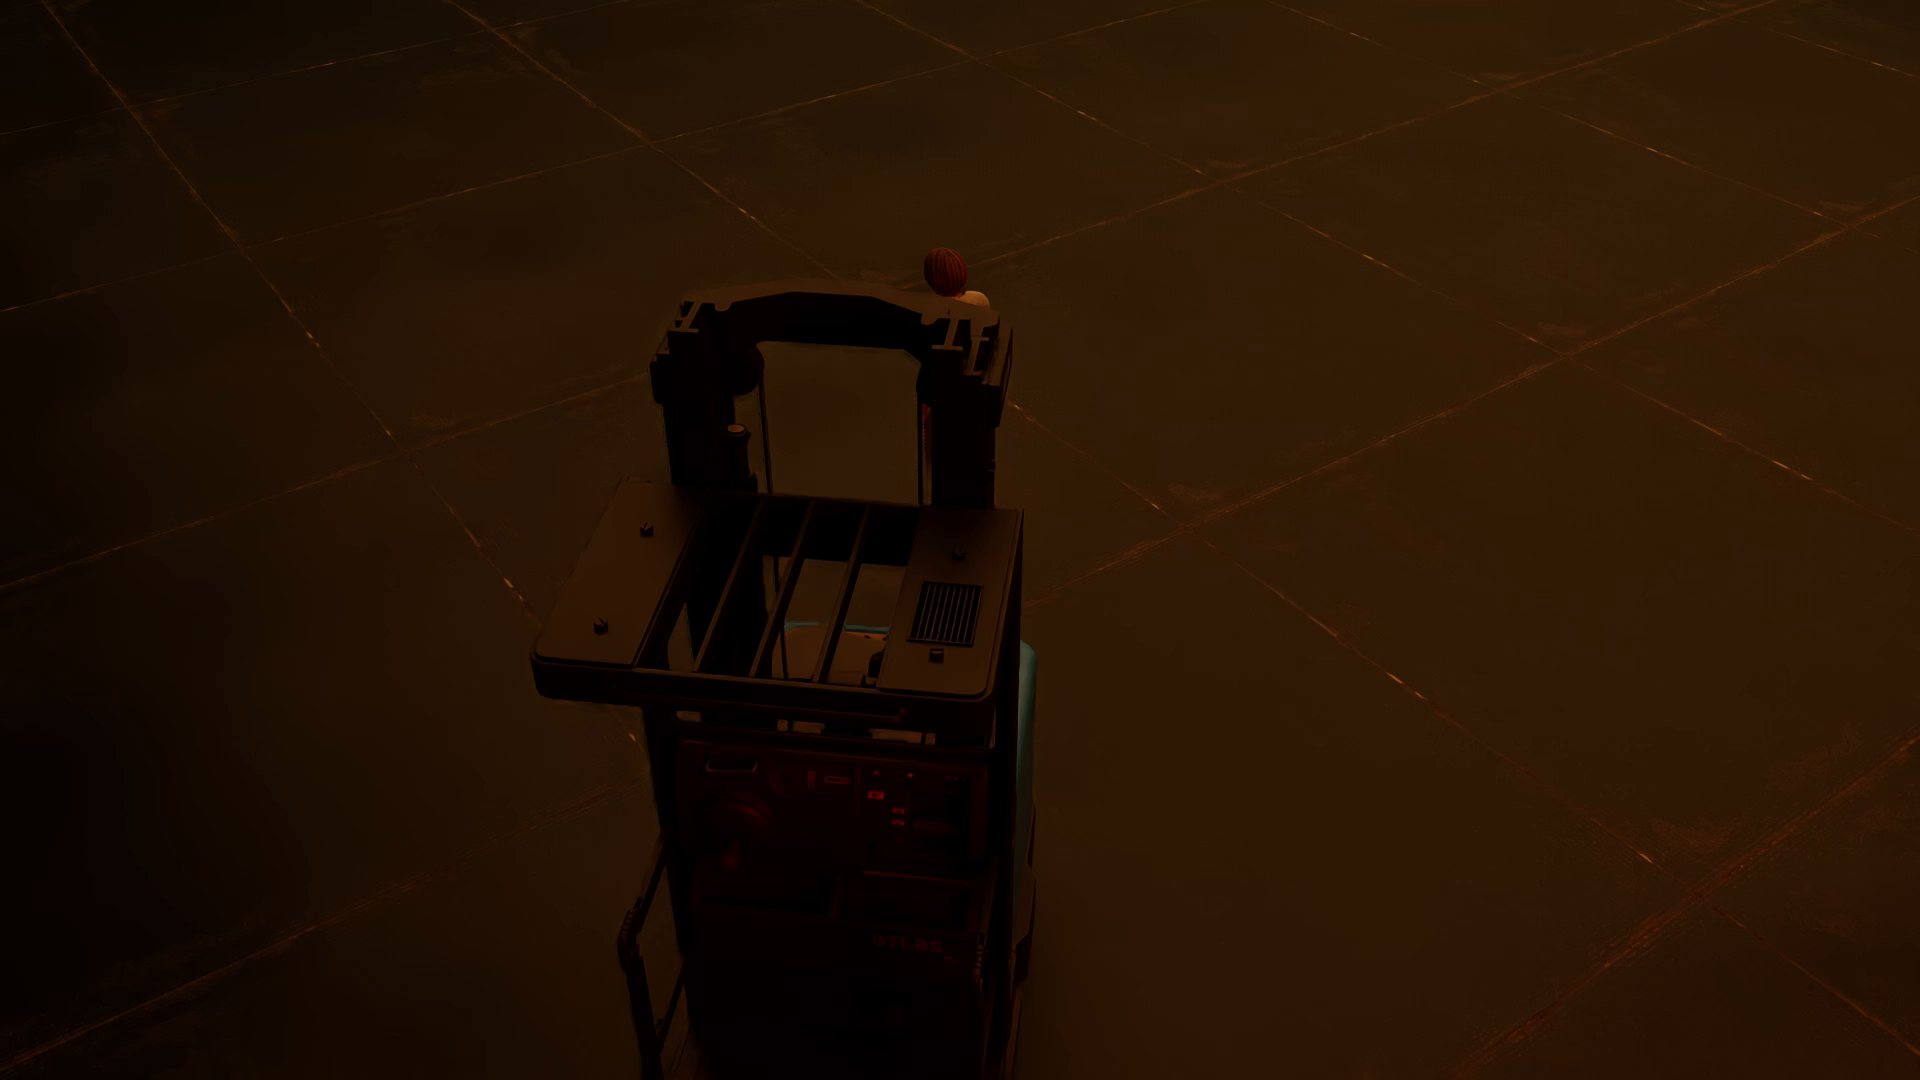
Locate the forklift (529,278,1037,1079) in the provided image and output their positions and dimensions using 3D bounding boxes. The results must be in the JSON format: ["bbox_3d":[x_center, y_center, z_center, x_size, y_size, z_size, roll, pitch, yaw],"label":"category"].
[{"bbox_3d":[-0.410,0.878,4.758,1.130,2.935,3.031,5,37,6],"label":"forklift"}]

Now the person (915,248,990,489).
[{"bbox_3d":[-0.017,-0.602,7.982,0.467,1.478,0.344,-24,43,-29],"label":"person"}]
